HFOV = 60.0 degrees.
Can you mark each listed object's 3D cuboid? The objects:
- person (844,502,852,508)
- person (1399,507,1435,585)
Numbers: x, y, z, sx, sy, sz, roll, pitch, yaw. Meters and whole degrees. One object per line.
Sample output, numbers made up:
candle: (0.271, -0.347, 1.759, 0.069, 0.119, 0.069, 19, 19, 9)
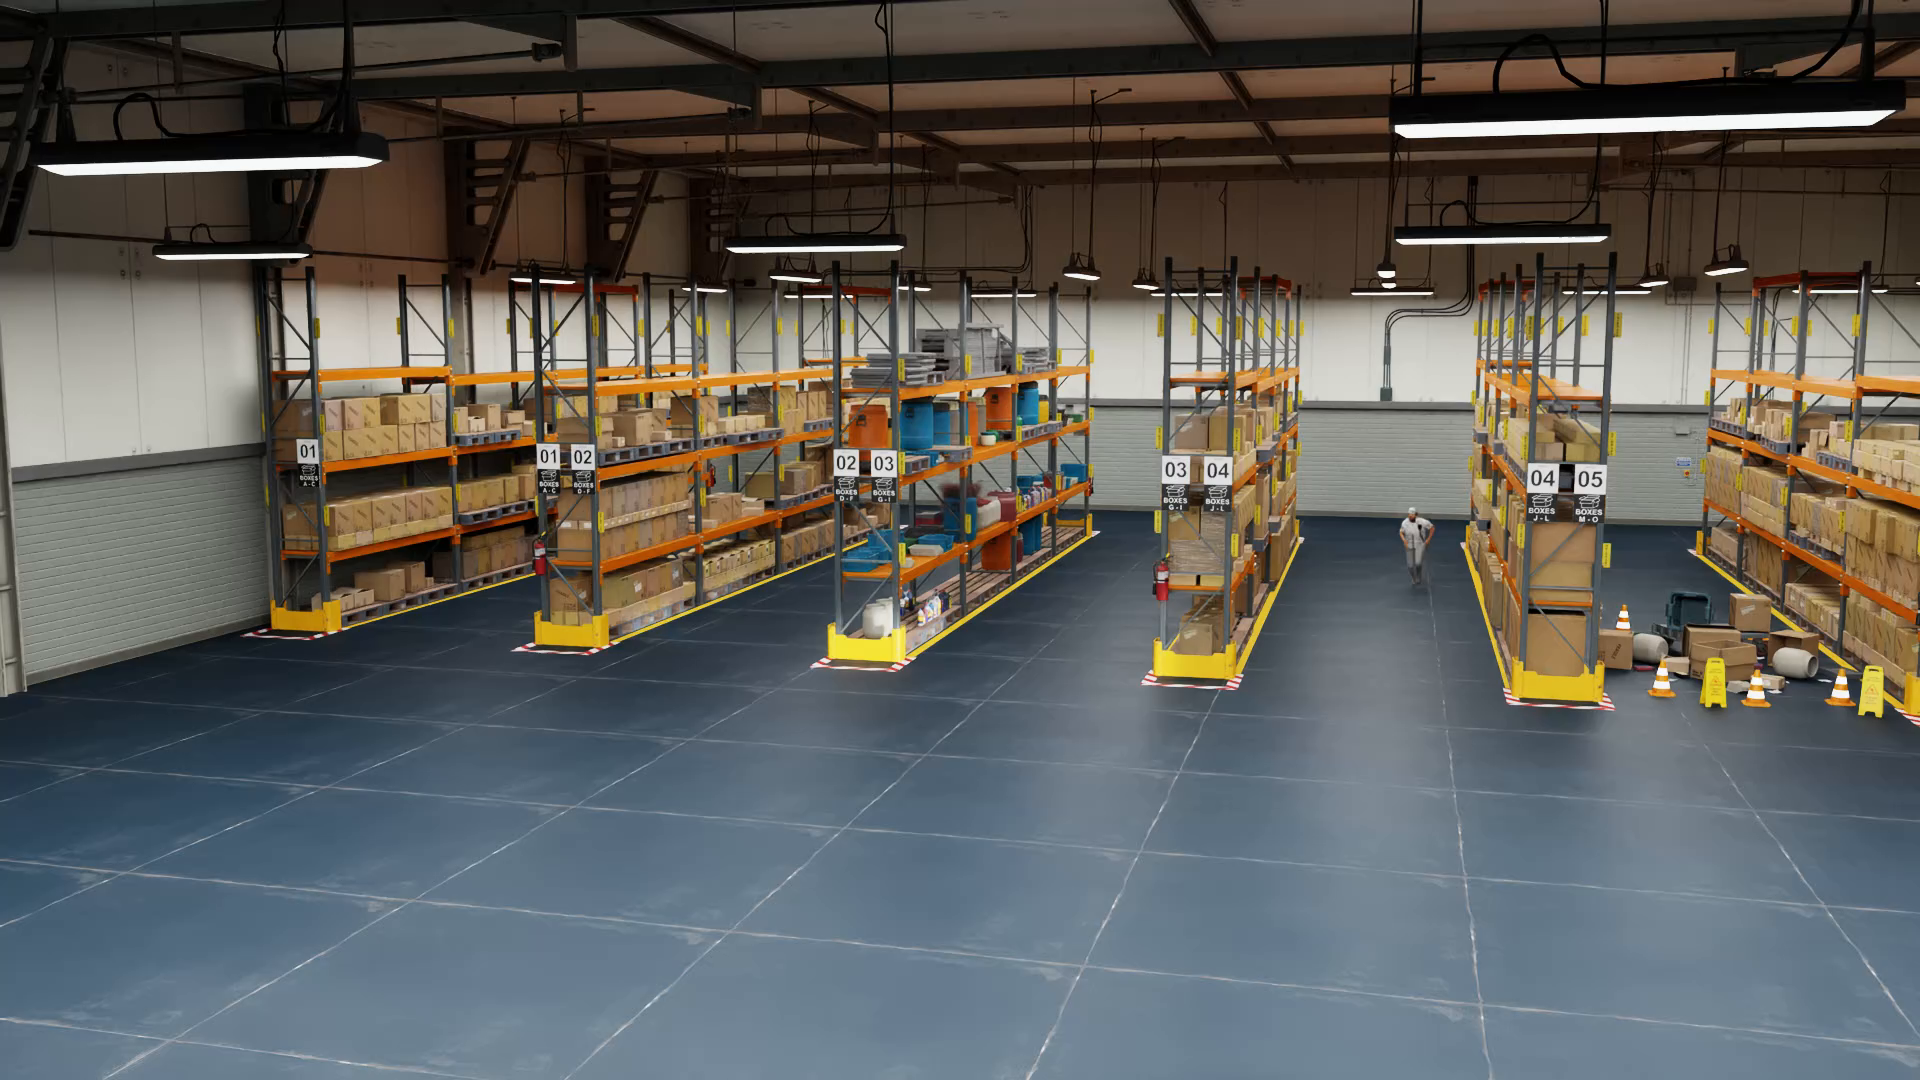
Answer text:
person: (-3.014, -1.269, 43.203, 0.430, 1.556, 0.802, 5, 9, 35)
person: (8.885, 0.130, 32.336, 0.658, 1.569, 0.752, 3, 8, 24)
